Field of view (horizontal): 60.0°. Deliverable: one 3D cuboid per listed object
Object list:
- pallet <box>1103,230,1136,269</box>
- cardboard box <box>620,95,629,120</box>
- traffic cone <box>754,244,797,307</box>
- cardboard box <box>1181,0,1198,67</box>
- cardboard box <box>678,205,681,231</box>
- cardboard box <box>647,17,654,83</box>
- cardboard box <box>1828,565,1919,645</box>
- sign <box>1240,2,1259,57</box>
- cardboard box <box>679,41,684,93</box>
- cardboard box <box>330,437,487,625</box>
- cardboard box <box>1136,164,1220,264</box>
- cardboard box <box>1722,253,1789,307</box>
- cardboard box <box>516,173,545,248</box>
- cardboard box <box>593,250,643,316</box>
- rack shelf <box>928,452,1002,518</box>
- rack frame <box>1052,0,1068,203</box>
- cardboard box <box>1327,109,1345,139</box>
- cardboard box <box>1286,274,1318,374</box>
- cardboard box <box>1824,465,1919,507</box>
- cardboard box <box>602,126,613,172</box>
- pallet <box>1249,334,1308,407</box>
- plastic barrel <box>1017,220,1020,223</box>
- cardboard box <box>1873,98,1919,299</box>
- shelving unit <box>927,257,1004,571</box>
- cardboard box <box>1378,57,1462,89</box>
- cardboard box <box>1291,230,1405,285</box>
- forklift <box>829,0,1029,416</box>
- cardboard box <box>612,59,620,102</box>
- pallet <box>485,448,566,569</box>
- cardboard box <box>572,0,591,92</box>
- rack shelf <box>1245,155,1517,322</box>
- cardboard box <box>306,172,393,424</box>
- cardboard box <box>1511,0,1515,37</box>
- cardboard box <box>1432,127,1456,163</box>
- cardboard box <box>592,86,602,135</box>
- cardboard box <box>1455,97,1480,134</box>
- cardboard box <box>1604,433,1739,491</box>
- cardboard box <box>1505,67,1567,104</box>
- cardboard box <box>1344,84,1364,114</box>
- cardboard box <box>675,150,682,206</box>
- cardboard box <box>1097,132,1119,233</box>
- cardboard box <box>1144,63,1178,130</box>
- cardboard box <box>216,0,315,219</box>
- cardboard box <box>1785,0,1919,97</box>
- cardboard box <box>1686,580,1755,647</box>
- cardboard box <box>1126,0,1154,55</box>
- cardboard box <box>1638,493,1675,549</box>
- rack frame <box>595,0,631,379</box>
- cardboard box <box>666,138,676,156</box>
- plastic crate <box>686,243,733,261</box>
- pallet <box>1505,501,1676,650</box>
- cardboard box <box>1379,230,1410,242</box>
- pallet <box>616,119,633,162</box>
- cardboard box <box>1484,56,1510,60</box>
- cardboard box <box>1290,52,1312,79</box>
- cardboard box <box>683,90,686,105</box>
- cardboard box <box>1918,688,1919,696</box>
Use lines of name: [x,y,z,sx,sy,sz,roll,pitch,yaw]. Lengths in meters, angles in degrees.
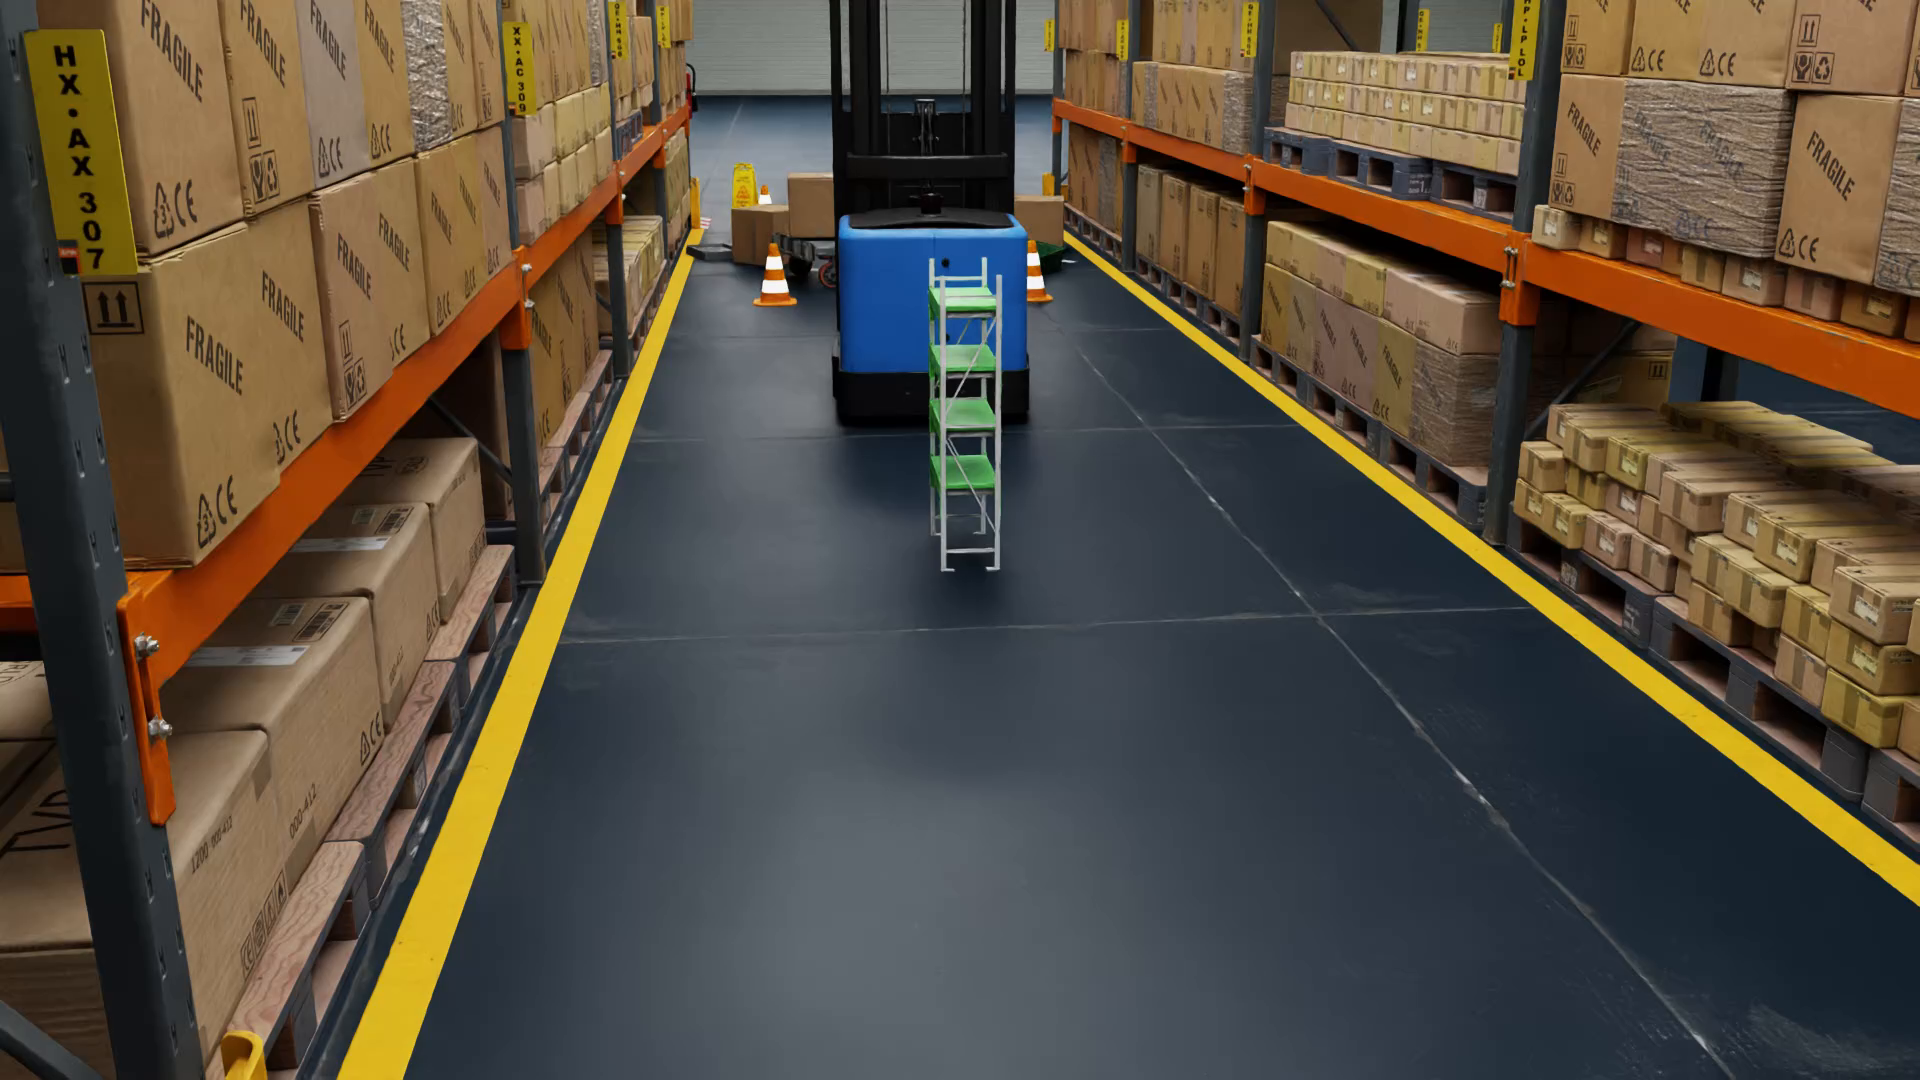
pallet: [1.931,-2.714,15.468,1.003,0.211,1.213,-2,18,-6]
cardboard box: [-2.404,-2.874,11.043,0.380,0.149,0.250,-2,18,-5]
traffic cone: [-1.461,-2.096,13.079,0.336,0.463,0.334,-2,18,-6]
cardboard box: [2.095,-3.888,12.718,0.700,0.500,0.500,-2,18,-5]
cardboard box: [-2.898,-3.021,15.682,0.500,0.250,0.500,-2,18,-6]
cardboard box: [-2.706,-3.891,13.200,0.500,0.500,0.500,-2,18,-7]
cardboard box: [2.694,0.179,4.665,0.380,0.149,0.250,-1,17,-4]
sign: [1.792,-3.158,10.294,0.100,0.325,0.005,-2,18,-6]
cardboard box: [-3.017,-4.711,16.511,0.500,0.500,0.500,-2,18,-6]
cardboard box: [-2.199,-0.036,5.861,0.875,0.438,0.875,-2,18,-6]
cardboard box: [2.085,-2.760,14.015,1.050,0.750,0.750,-2,18,-6]
cardboard box: [2.645,-0.826,5.221,0.380,0.149,0.250,-1,17,-3]
cardboard box: [-1.939,-1.316,6.612,0.500,0.250,0.500,-2,18,-7]
cardboard box: [-2.702,-1.775,11.510,0.950,0.372,0.625,-2,18,-7]
rack shelf: [0.017,-0.233,6.931,0.258,0.148,0.480,-2,18,-6]
rack frame: [1.519,-5.007,18.117,1.000,3.000,0.127,-2,18,-6]
cardboard box: [2.275,-2.324,9.289,0.380,0.149,0.250,-1,17,-3]
cardboard box: [2.219,-1.263,9.664,0.500,0.500,0.500,-2,17,-5]
cardboard box: [3.220,-0.151,5.716,0.380,0.149,0.250,-3,18,-8]
cardboard box: [-2.259,-2.226,9.510,0.500,0.250,0.500,-2,18,-8]
pallet: [2.423,-1.060,10.201,1.003,0.211,1.213,-2,18,-6]
plastic barrel: [0.289,-2.877,15.633,0.512,0.421,0.421,11,21,32]
cardboard box: [2.757,-0.860,4.244,0.500,0.500,0.500,-2,18,-5]
shelving unit: [0.017,-0.523,6.840,0.258,1.200,0.503,-2,18,-6]
cardboard box: [2.358,-2.378,8.469,0.380,0.149,0.250,-2,18,-6]
cardboard box: [2.227,-1.625,9.565,0.500,0.250,0.500,-2,18,-6]
forklift: [-0.234,-2.468,10.145,1.130,2.935,3.031,-1,17,-4]
cardboard box: [-2.385,-2.972,10.270,0.500,0.500,0.500,-2,18,-7]
pallet: [-2.311,-0.146,7.289,1.003,0.211,1.213,-2,18,-6]
cardboard box: [-2.150,-2.518,8.355,0.500,0.500,0.500,-2,18,-6]
rack shelf: [2.550,-1.684,8.735,1.077,0.370,4.000,-2,18,-6]
cardboard box: [-1.622,-0.558,3.781,0.500,0.500,0.500,-2,18,-6]
cardboard box: [6.249,-5.624,17.751,0.500,0.500,0.500,-2,18,-6]
cardboard box: [2.442,-1.851,7.783,0.380,0.149,0.250,-3,18,-8]
cardboard box: [-2.210,-2.318,8.969,0.500,0.250,0.500,-2,18,-7]
cardboard box: [2.468,-1.919,7.503,0.380,0.149,0.250,-1,17,-3]
cardboard box: [2.631,-0.289,6.155,0.380,0.149,0.250,-2,18,-6]
cardboard box: [2.521,-1.910,6.977,0.380,0.149,0.250,-1,17,-3]
cardboard box: [2.306,-2.386,8.991,0.380,0.149,0.250,-2,18,-6]
cardboard box: [-2.893,-3.376,15.560,0.500,0.500,0.500,-1,17,-3]
cardboard box: [1.840,-3.460,16.035,0.875,0.875,0.875,-2,18,-5]
cardboard box: [1.771,-3.547,13.302,0.500,0.500,0.500,-2,18,-5]
cardboard box: [-1.570,-0.887,3.159,0.500,0.500,0.500,-2,18,-7]
cardboard box: [2.702,-1.498,4.609,0.500,0.500,0.500,-2,18,-8]
cardboard box: [2.649,0.232,5.489,0.380,0.149,0.250,-2,18,-7]
cardboard box: [1.928,-4.513,14.491,0.875,0.550,0.550,-2,18,-6]
cardboard box: [2.677,-0.071,5.958,0.380,0.149,0.250,-3,18,-8]
rack frame: [-2.569,-2.440,9.942,1.000,3.000,0.127,-2,18,-6]
cardboard box: [-2.782,-3.564,15.076,0.380,0.149,0.250,-1,17,-4]
plastic crate: [-2.328,-2.732,15.746,0.402,0.080,0.583,-8,19,-25]
pallet: [2.861,0.098,6.513,1.003,0.211,1.213,-2,18,-6]
cardboard box: [2.738,-1.643,9.623,0.500,0.250,0.500,-2,17,-5]
pallet: [-2.749,-2.558,10.637,1.213,0.211,1.003,-2,18,-6]
cardboard box: [2.982,-2.471,8.764,0.380,0.149,0.250,-1,17,-3]
cardboard box: [2.200,-2.843,9.949,0.380,0.149,0.250,-2,18,-6]
cardboard box: [-3.006,-4.527,17.009,0.380,0.149,0.250,-2,18,-6]
cardboard box: [2.850,0.392,4.484,0.380,0.149,0.250,-2,18,-6]
